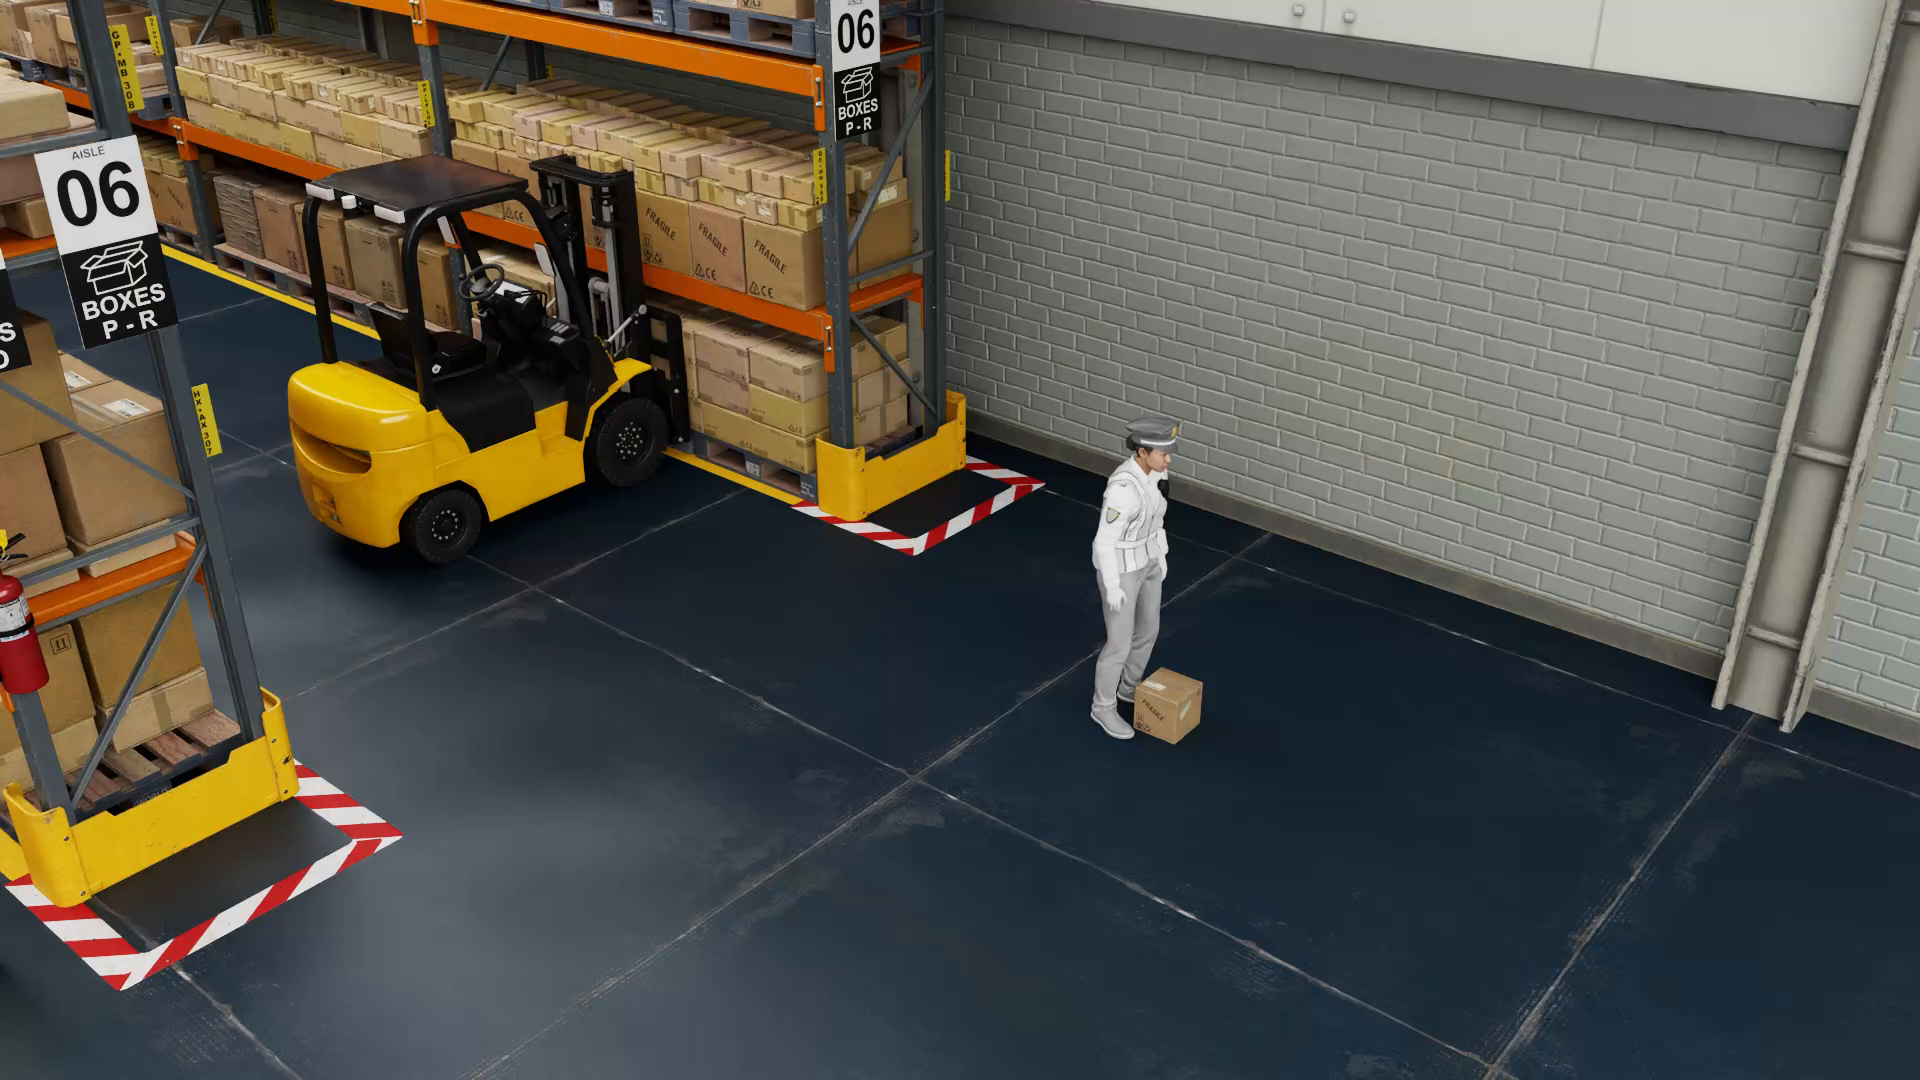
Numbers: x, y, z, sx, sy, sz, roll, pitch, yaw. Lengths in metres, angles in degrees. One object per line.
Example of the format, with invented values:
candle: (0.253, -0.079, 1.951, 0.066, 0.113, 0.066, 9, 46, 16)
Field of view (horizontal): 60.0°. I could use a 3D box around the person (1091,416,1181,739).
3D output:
person: (0.868, 0.155, 8.319, 0.372, 1.663, 0.528, 20, 33, 33)
